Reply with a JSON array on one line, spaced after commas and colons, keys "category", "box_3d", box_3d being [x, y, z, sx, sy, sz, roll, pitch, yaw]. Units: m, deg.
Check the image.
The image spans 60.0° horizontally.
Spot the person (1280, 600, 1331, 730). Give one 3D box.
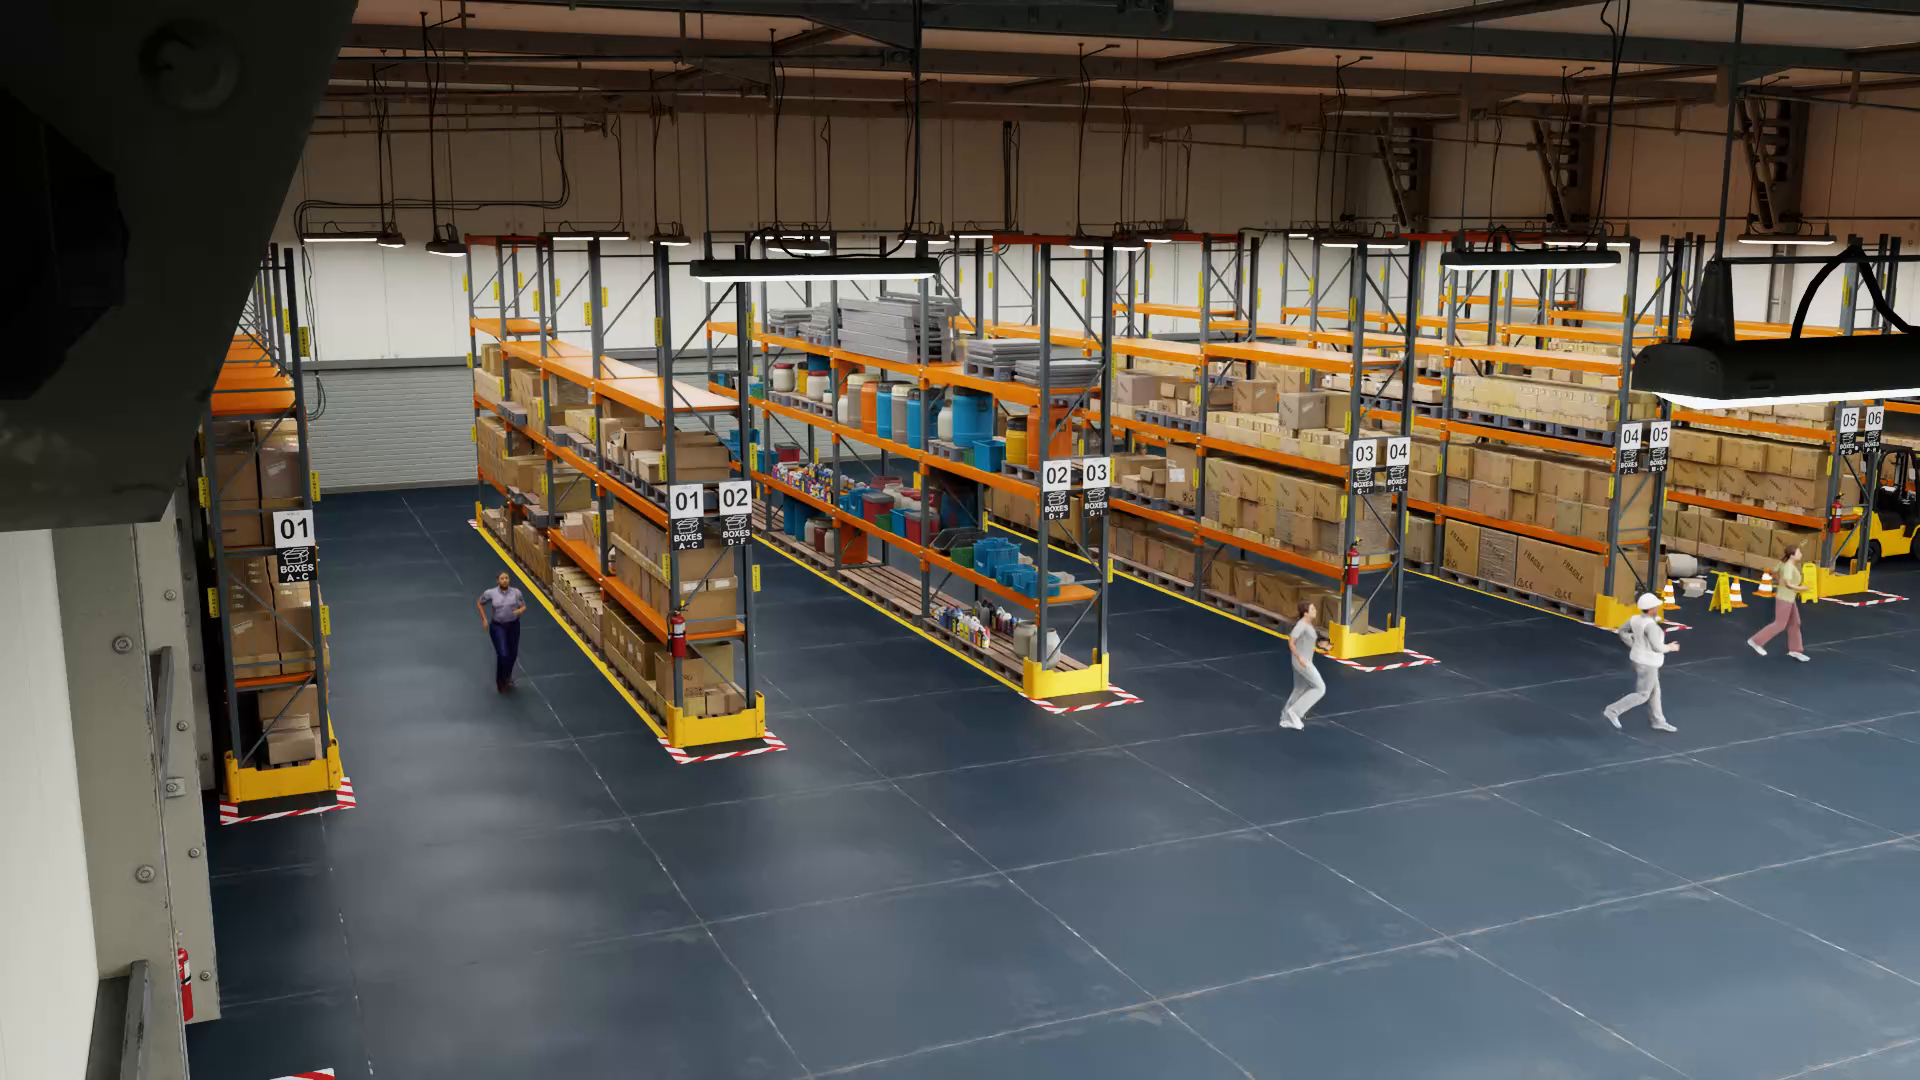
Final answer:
[{"category": "person", "box_3d": [4.331, 1.551, 20.778, 0.603, 1.636, 0.546, 1, 11, 8]}]

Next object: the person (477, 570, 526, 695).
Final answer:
[{"category": "person", "box_3d": [-6.140, 1.244, 22.452, 0.572, 1.694, 0.697, -7, 13, -34]}]

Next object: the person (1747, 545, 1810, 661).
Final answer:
[{"category": "person", "box_3d": [11.934, 0.900, 24.097, 0.851, 1.701, 0.591, 5, 12, 23]}]

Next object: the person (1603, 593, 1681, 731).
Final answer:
[{"category": "person", "box_3d": [8.451, 1.525, 20.519, 0.970, 1.774, 0.662, 0, 11, 1]}]

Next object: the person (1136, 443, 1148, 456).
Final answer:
[{"category": "person", "box_3d": [3.865, -1.243, 35.226, 0.616, 1.673, 0.537, -5, 12, -23]}]
